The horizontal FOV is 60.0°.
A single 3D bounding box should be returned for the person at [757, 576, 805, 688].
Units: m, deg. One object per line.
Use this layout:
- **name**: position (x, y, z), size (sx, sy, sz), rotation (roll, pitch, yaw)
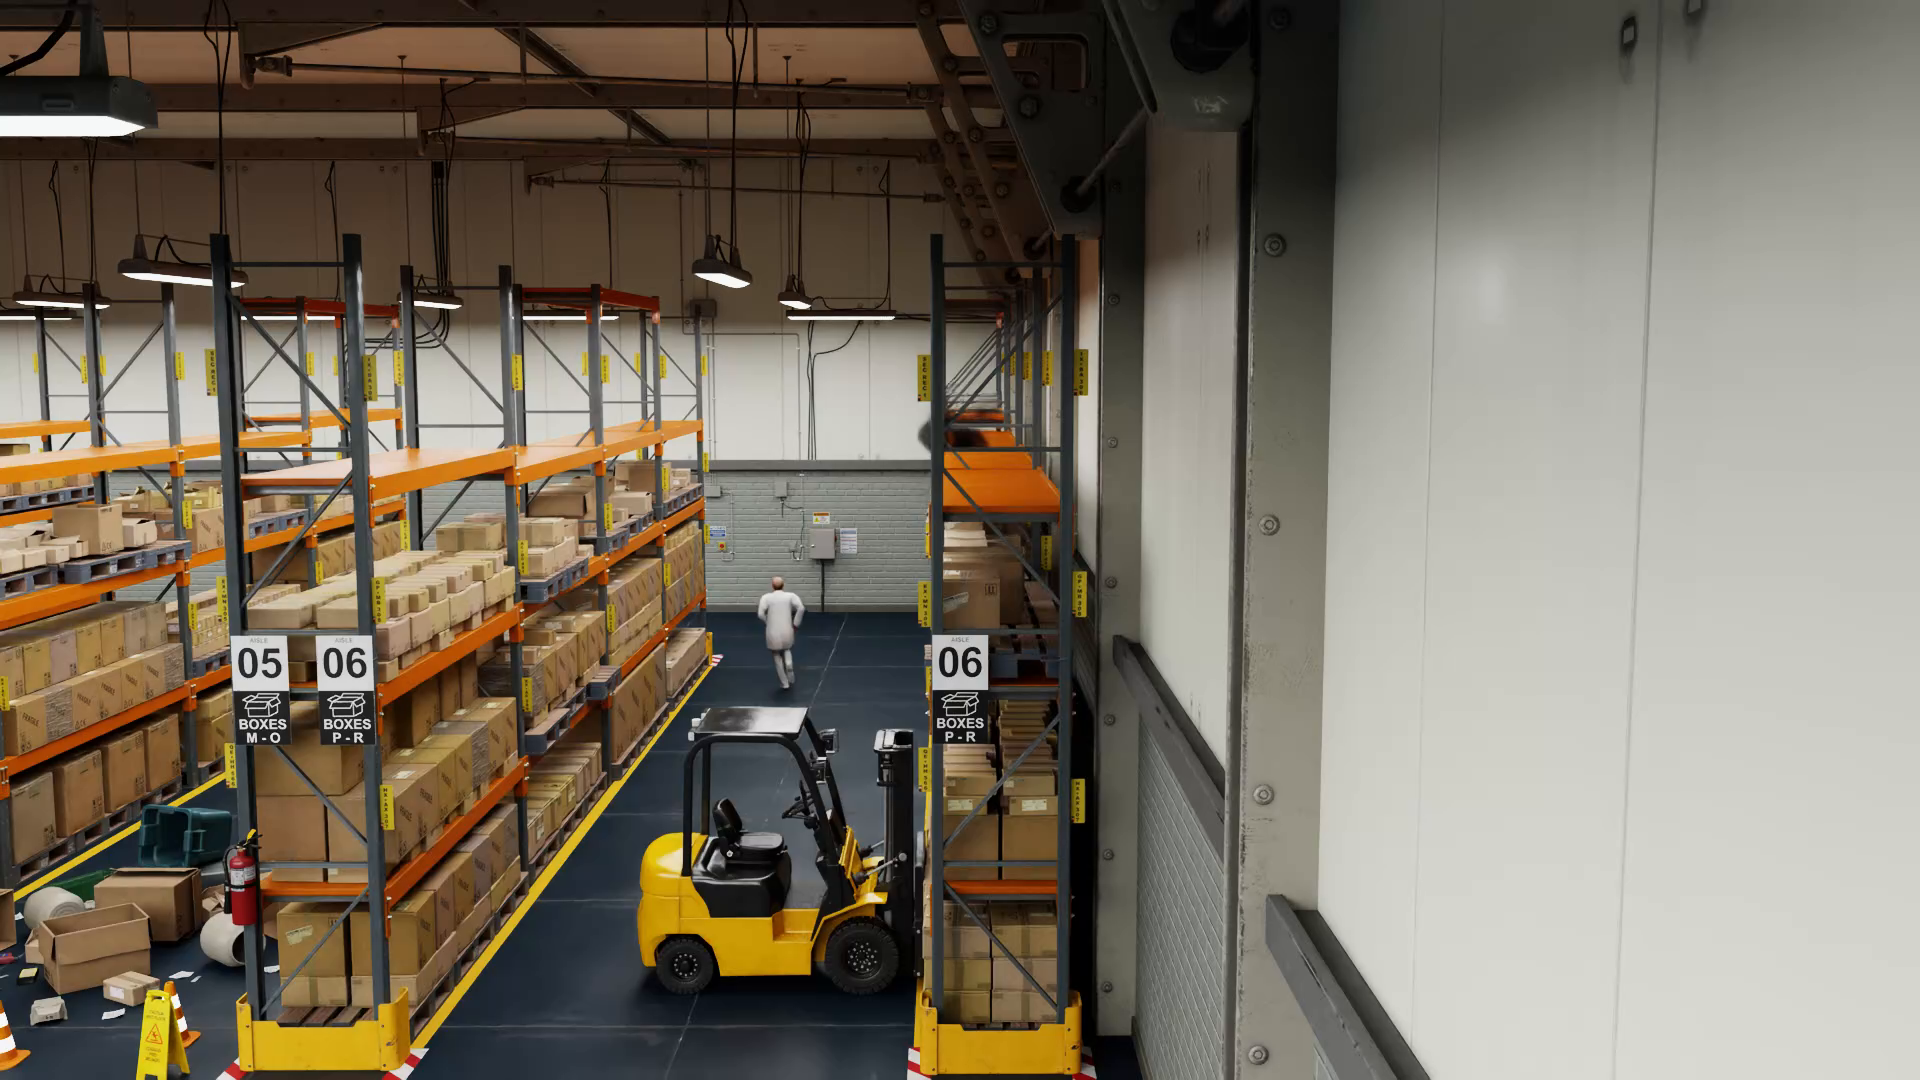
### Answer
- **person**: position (-2.821, 1.422, 26.030), size (0.706, 1.737, 0.705), rotation (-2, 7, -17)
